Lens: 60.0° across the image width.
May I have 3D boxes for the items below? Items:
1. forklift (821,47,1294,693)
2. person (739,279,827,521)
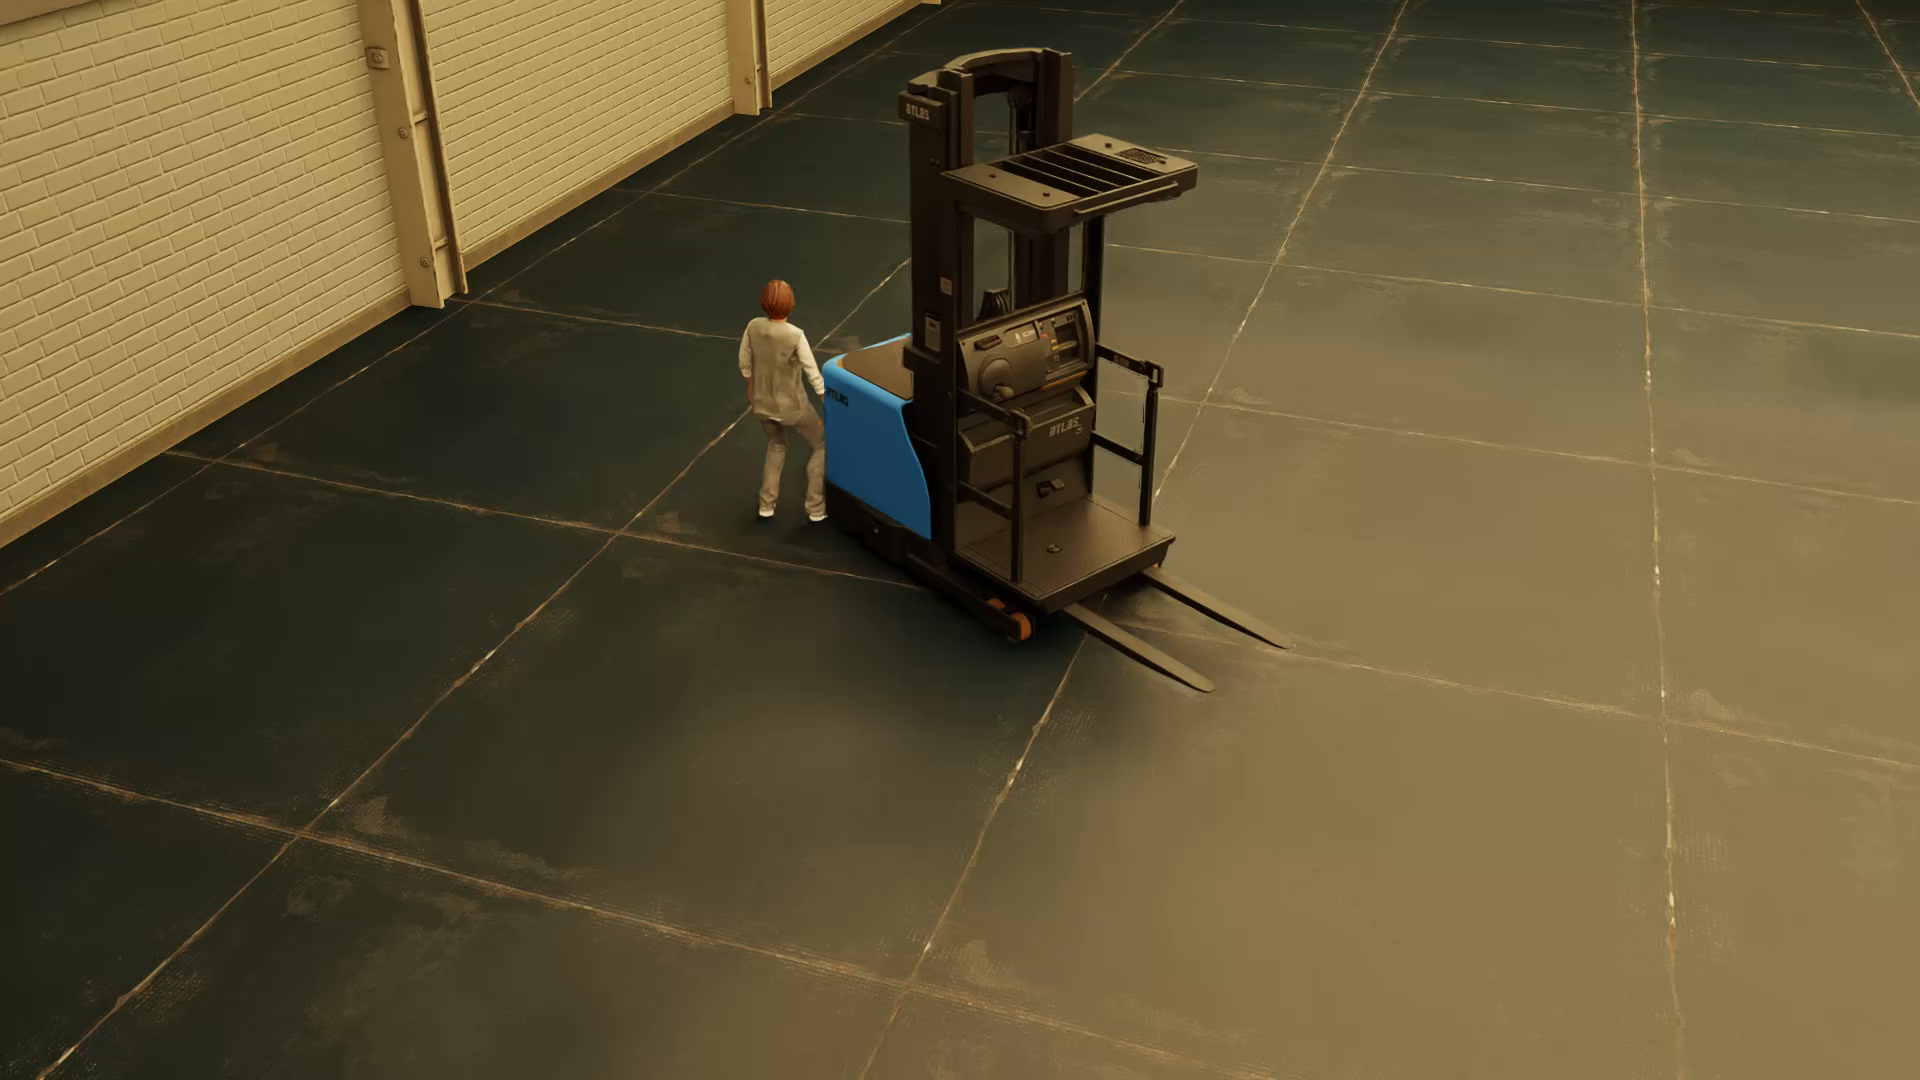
[{"bbox_3d":[0.508,-0.994,8.880,1.130,2.935,3.031,-23,37,-34],"label":"forklift"},{"bbox_3d":[-1.036,-0.842,10.020,0.610,1.529,0.430,15,33,25],"label":"person"}]
